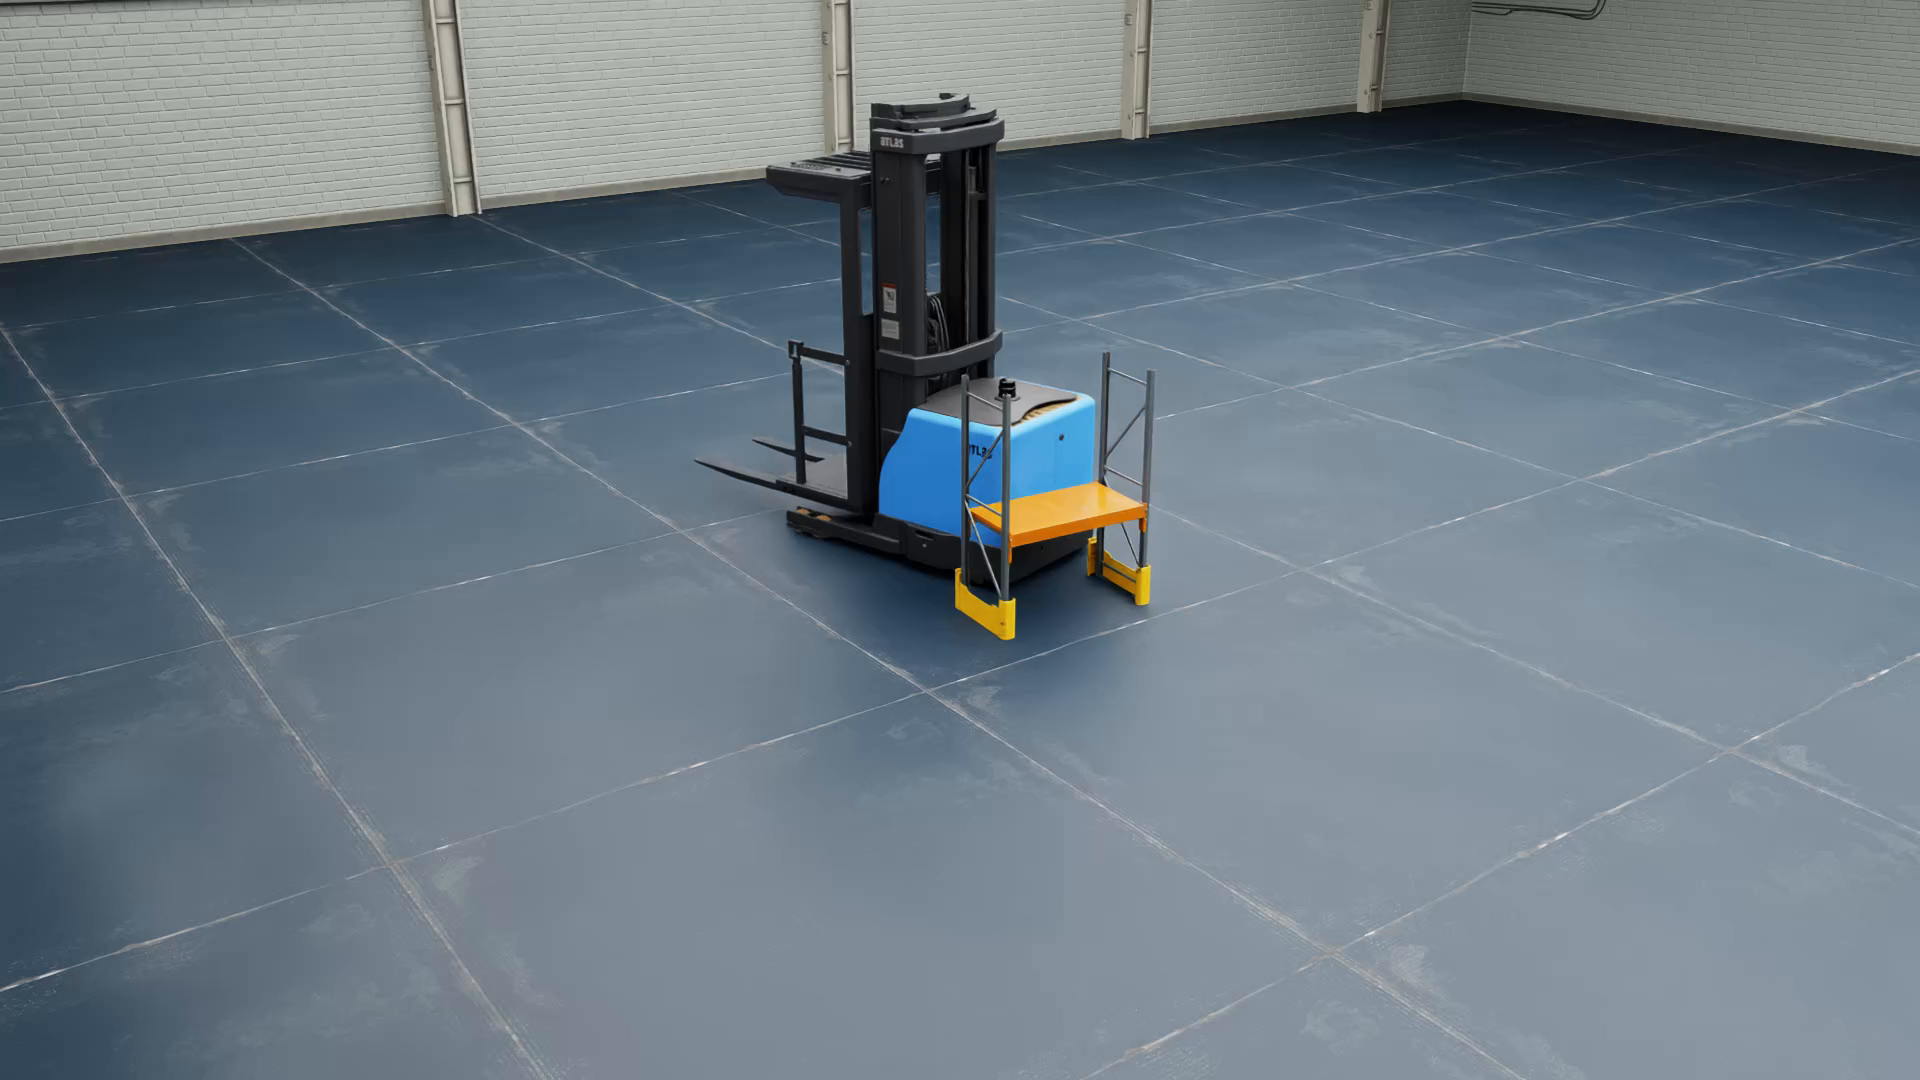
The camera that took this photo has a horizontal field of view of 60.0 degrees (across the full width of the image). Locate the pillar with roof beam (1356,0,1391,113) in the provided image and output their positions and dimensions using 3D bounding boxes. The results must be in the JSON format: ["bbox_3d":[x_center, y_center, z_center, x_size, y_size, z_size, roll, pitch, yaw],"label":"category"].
[{"bbox_3d":[10.426,-11.192,27.302,0.400,9.000,9.100,-15,26,-33],"label":"pillar with roof beam"}]

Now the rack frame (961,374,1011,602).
[{"bbox_3d":[0.149,-0.196,9.864,0.032,1.500,0.500,-13,25,-28],"label":"rack frame"}]

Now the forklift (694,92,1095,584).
[{"bbox_3d":[-0.575,-1.503,11.208,3.031,2.935,1.130,16,27,35],"label":"forklift"}]

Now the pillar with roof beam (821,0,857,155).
[{"bbox_3d":[0.685,-8.595,20.793,0.400,9.000,9.100,-15,26,-33],"label":"pillar with roof beam"}]

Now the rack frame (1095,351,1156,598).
[{"bbox_3d":[1.021,-0.390,10.349,0.032,1.500,0.500,-13,25,-28],"label":"rack frame"}]

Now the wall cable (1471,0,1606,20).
[{"bbox_3d":[11.075,-11.285,31.724,0.112,2.526,3.097,-15,26,-33],"label":"wall cable"}]

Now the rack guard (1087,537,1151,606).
[{"bbox_3d":[1.005,0.195,10.571,0.087,0.250,0.587,-13,25,-28],"label":"rack guard"}]

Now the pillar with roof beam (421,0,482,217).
[{"bbox_3d":[-4.186,-7.296,17.539,0.400,9.000,9.100,-15,26,-33],"label":"pillar with roof beam"}]

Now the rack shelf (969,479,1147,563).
[{"bbox_3d":[0.585,-0.126,10.173,1.000,0.185,0.538,-13,25,-28],"label":"rack shelf"}]

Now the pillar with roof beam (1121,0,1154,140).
[{"bbox_3d":[5.555,-9.893,24.048,0.400,9.000,9.100,-15,26,-33],"label":"pillar with roof beam"}]

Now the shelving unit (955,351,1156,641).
[{"bbox_3d":[0.577,-0.291,10.102,1.083,1.500,0.587,-13,25,-28],"label":"shelving unit"}]

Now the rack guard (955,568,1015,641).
[{"bbox_3d":[0.150,0.384,10.096,0.087,0.250,0.587,-13,25,-28],"label":"rack guard"}]
